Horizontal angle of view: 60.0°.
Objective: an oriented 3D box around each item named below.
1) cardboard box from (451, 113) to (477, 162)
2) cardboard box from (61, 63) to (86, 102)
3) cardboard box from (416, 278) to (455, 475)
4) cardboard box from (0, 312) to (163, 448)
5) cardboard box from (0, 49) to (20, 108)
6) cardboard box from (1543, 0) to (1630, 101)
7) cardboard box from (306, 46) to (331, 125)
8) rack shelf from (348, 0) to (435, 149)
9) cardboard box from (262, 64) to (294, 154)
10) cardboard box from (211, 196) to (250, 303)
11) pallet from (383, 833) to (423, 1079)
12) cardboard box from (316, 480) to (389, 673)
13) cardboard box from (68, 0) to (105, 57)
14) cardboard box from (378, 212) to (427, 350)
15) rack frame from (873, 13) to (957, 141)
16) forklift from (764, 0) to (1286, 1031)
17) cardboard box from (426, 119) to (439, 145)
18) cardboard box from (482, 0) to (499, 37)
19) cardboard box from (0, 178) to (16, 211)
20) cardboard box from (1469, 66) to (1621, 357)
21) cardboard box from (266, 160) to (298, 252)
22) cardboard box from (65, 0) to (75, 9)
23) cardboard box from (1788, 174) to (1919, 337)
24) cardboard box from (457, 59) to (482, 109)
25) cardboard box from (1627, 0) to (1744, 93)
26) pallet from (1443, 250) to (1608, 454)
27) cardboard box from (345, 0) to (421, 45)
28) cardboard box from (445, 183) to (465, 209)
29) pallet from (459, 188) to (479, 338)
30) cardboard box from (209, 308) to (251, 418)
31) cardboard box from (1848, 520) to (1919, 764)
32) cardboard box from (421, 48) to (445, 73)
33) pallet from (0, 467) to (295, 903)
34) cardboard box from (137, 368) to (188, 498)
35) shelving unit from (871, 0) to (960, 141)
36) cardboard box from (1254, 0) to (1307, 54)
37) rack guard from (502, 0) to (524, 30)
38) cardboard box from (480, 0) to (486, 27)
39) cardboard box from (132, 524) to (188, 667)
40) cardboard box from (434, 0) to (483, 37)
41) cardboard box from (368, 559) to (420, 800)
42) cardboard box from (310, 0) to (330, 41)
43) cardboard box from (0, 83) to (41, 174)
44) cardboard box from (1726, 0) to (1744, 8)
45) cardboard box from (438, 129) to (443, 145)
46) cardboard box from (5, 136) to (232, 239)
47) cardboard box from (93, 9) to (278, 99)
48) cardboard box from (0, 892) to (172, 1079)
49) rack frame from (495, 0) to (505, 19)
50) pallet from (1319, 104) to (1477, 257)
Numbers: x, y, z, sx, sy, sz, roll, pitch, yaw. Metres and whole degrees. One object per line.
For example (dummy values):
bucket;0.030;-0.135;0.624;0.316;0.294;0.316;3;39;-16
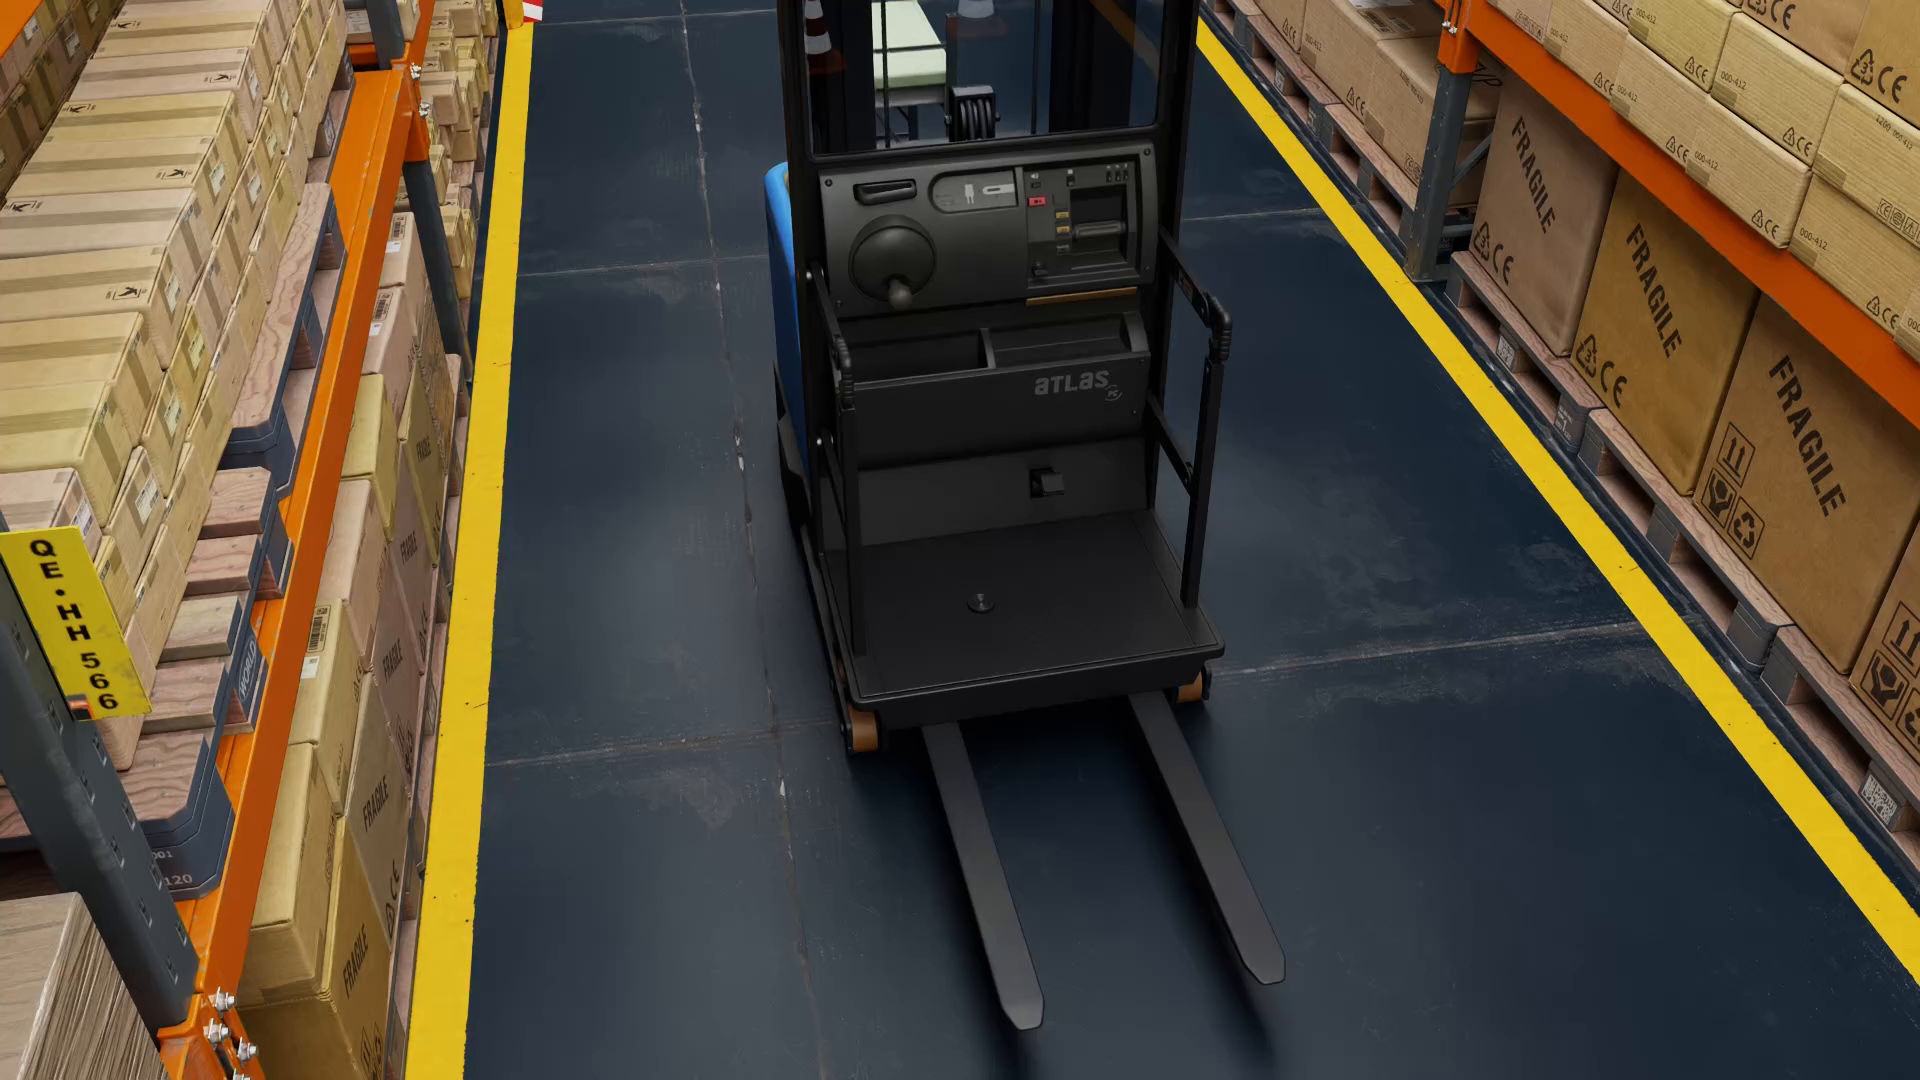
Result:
cardboard box;-2.436;-1.855;7.674;0.380;0.149;0.250;-7;38;-9
cardboard box;-2.711;-1.242;4.766;0.380;0.149;0.250;-6;38;-8
cardboard box;-2.043;-0.540;5.695;0.500;0.500;0.500;-7;38;-9
cardboard box;-1.699;-0.277;3.039;0.380;0.149;0.250;-6;38;-8
cardboard box;-2.621;-1.167;4.184;0.380;0.149;0.250;-7;38;-8
cardboard box;2.344;-1.708;5.626;0.500;0.250;0.500;-7;38;-9
cardboard box;-2.069;-1.321;4.868;0.380;0.149;0.250;-6;38;-8
rack shelf;-2.772;-2.705;7.373;1.077;0.370;4.000;-6;38;-8
cardboard box;-1.972;-1.115;4.360;0.380;0.149;0.250;-8;39;-10
cardboard box;-1.834;-0.640;3.749;0.380;0.149;0.250;-7;38;-8
pallet;-1.855;1.264;3.951;1.003;0.211;1.213;-6;38;-8
cardboard box;-1.766;0.111;4.246;0.500;0.250;0.500;-6;38;-8
cardboard box;-2.758;-1.521;4.883;0.380;0.149;0.250;-7;38;-9
cardboard box;-2.042;-0.833;5.461;0.500;0.250;0.500;-7;38;-9
rack frame;-0.209;-1.144;6.000;0.400;1.500;0.023;-8;38;-10
forklift;0.135;-0.780;4.366;1.130;2.935;3.031;-8;39;-10
cardboard box;-2.360;-1.606;6.869;0.380;0.149;0.250;-7;38;-9
cardboard box;-2.680;-2.797;8.887;0.380;0.149;0.250;-5;38;-7
cardboard box;-2.571;-0.772;4.161;0.380;0.149;0.250;-7;38;-9
cardboard box;2.622;-1.335;6.413;0.875;0.875;0.875;-5;38;-7
cardboard box;-1.925;-0.842;4.252;0.380;0.149;0.250;-5;38;-6
cardboard box;-2.750;-1.627;4.777;0.380;0.149;0.250;-5;38;-7
cardboard box;2.614;-0.789;4.443;0.500;0.250;0.500;-7;38;-8
cardboard box;-2.450;-2.121;7.774;0.380;0.149;0.250;-6;38;-7
cardboard box;2.415;-1.597;5.075;0.500;0.250;0.500;-6;38;-7
pallet;2.644;-0.815;6.627;1.003;0.211;1.213;-6;38;-8
cardboard box;-2.149;-1.888;5.940;0.380;0.149;0.250;-5;38;-6
cardboard box;-2.310;-1.381;7.064;0.380;0.149;0.250;-6;38;-8
pallet;-2.574;-1.081;6.970;1.003;0.211;1.213;-6;38;-8
cardboard box;-1.792;-0.372;3.646;0.380;0.149;0.250;-5;38;-6
cardboard box;3.096;0.289;4.323;0.875;0.875;0.875;-7;38;-8
cardboard box;-2.522;-2.080;7.478;0.380;0.149;0.250;-8;39;-10
pallet;-1.950;0.292;3.086;1.213;0.211;1.003;-6;38;-8
cardboard box;-1.707;-0.187;3.166;0.380;0.149;0.250;-7;38;-9
shelving unit;-0.287;-1.363;6.282;0.431;1.500;0.755;-8;38;-10
cardboard box;2.116;-3.005;8.919;0.875;0.438;0.875;-5;38;-7
rack guard;-3.109;-3.164;9.415;1.175;0.500;0.348;-6;38;-8
cardboard box;-2.656;-2.753;8.587;0.380;0.149;0.250;-8;39;-10
cardboard box;-1.647;0.115;3.020;0.380;0.149;0.250;-4;38;-6
cardboard box;-2.537;-2.559;8.096;0.380;0.149;0.250;-5;38;-6
cardboard box;-1.779;0.389;4.500;0.500;0.500;0.500;-7;38;-9
cardboard box;-2.110;-1.587;4.968;0.380;0.149;0.250;-6;38;-8
cardboard box;-2.616;-1.046;4.271;0.380;0.149;0.250;-5;38;-6
cardboard box;2.431;-1.904;4.860;0.500;0.500;0.500;-7;38;-9
cardboard box;-2.425;-1.642;7.157;0.380;0.149;0.250;-8;39;-10
cardboard box;-1.842;-0.760;3.661;0.380;0.149;0.250;-5;38;-7
cardboard box;-1.981;-1.235;4.272;0.380;0.149;0.250;-7;38;-9
cardboard box;-1.377;0.839;2.144;0.500;0.500;0.500;-6;38;-8
rack frame;-3.122;-4.197;8.707;1.000;3.000;0.127;-6;38;-8
pallet;2.378;-1.741;7.819;1.003;0.211;1.213;-6;38;-8
